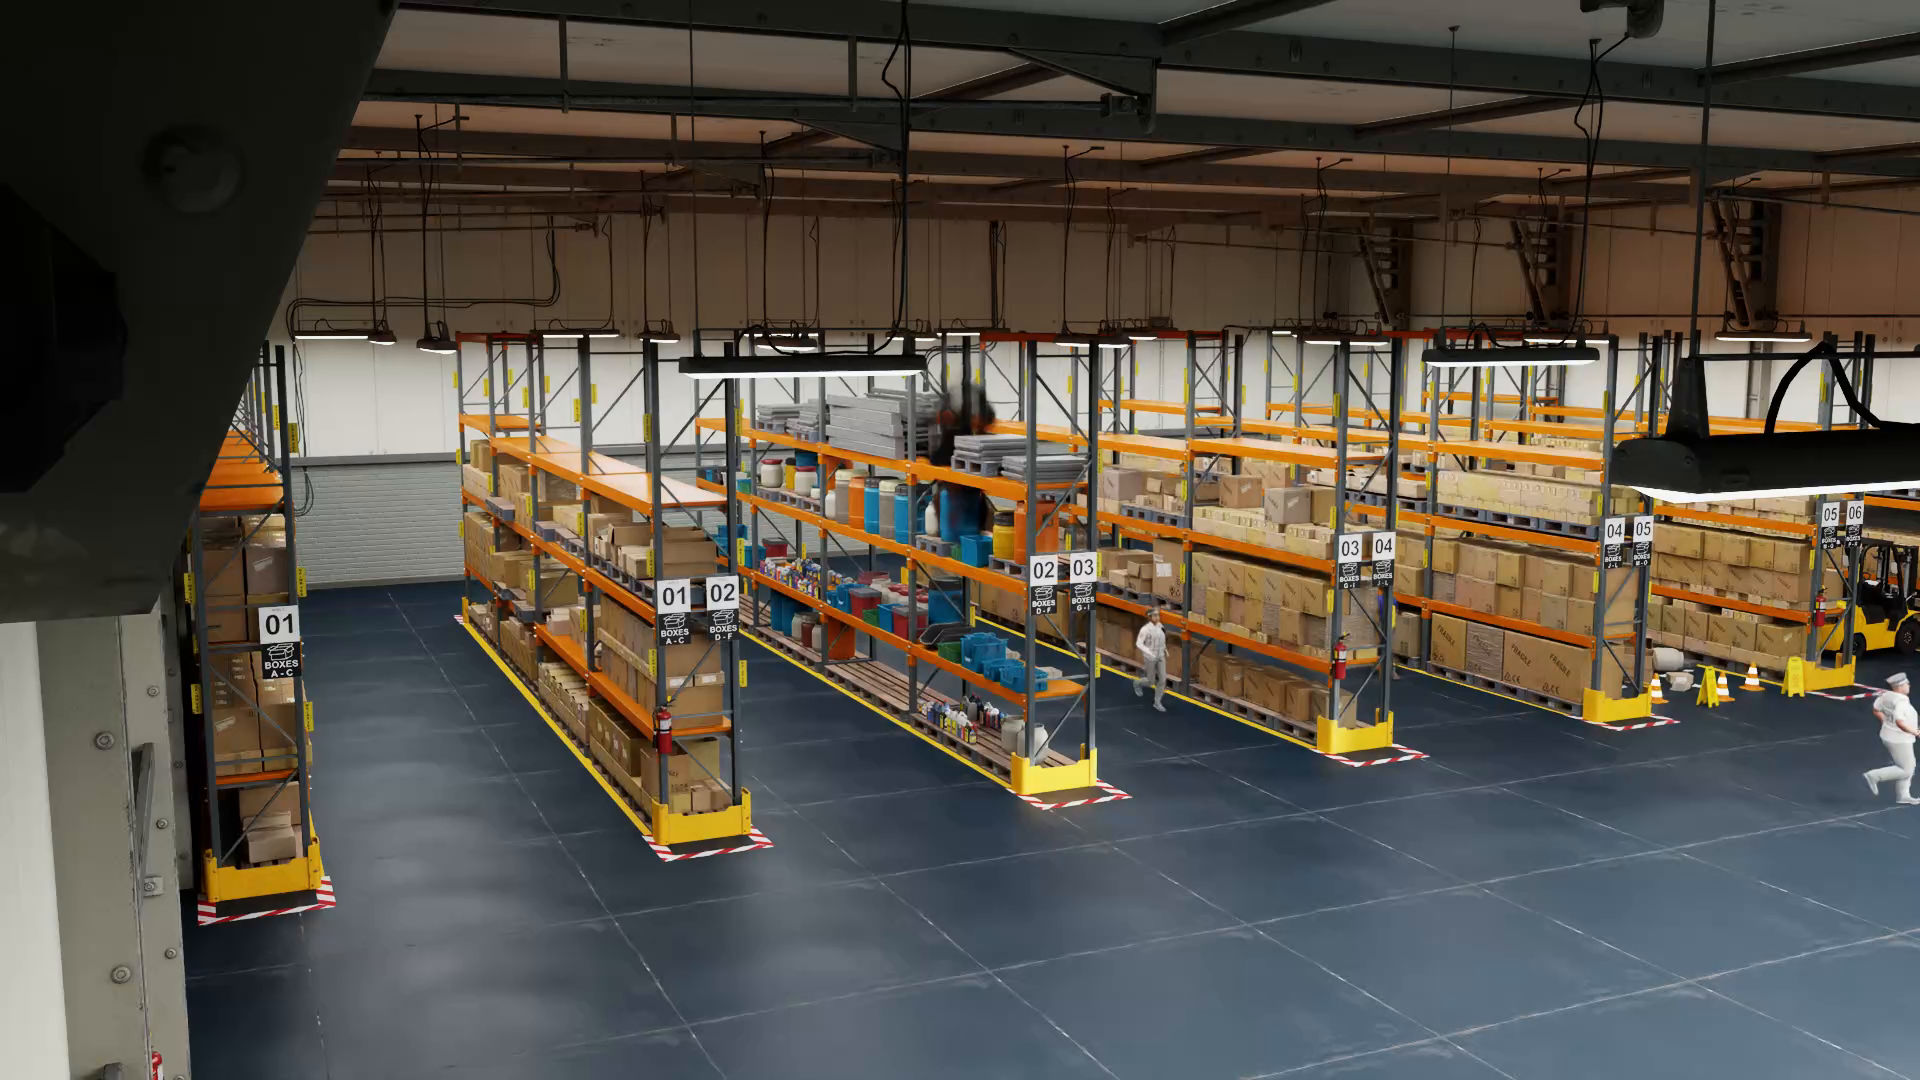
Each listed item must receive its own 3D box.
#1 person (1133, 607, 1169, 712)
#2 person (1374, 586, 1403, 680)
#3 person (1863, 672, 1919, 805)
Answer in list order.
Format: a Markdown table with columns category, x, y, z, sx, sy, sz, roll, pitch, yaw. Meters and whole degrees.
| category | x | y | z | sx | sy | sz | roll | pitch | yaw |
| --- | --- | --- | --- | --- | --- | --- | --- | --- | --- |
| person | 3.118 | 1.897 | 26.937 | 0.617 | 1.682 | 0.747 | -5 | 9 | -30 |
| person | 7.491 | 1.556 | 29.280 | 0.562 | 1.682 | 0.885 | -5 | 9 | -32 |
| person | 12.124 | 2.570 | 21.561 | 0.798 | 1.746 | 0.663 | 1 | 8 | 7 |
